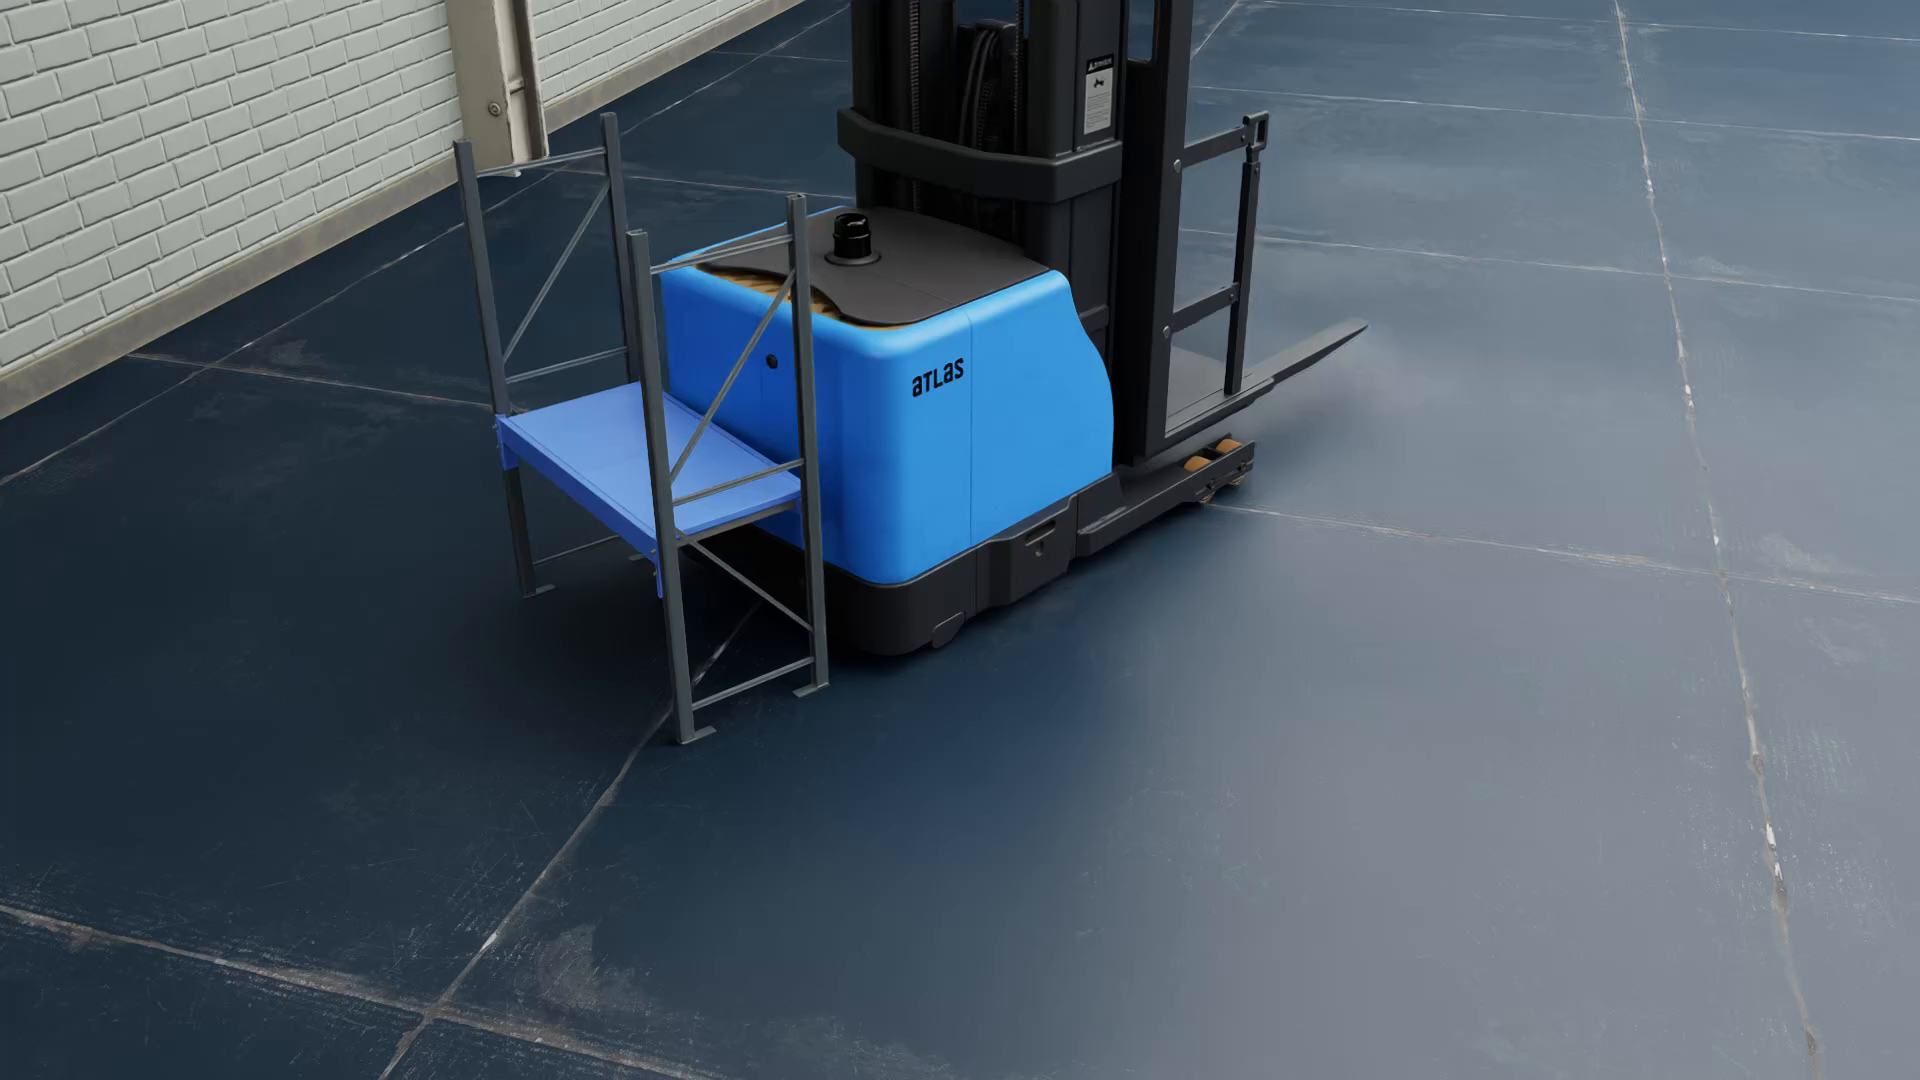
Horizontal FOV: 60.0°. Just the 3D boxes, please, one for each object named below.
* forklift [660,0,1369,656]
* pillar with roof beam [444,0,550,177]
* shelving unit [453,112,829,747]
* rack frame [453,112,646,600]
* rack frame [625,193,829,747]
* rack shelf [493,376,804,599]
[{"bbox_3d":[0.433,-1.564,5.546,1.130,2.935,3.031,24,37,36],"label":"forklift"},{"bbox_3d":[1.501,-5.496,6.373,9.100,9.000,0.400,8,30,15],"label":"pillar with roof beam"},{"bbox_3d":[-0.912,-0.346,4.830,0.538,1.500,1.048,-21,35,-33],"label":"shelving unit"},{"bbox_3d":[-1.226,-0.541,5.179,0.500,1.500,0.032,-21,35,-33],"label":"rack frame"},{"bbox_3d":[-0.598,-0.152,4.481,0.500,1.500,0.032,-21,35,-33],"label":"rack frame"},{"bbox_3d":[-0.912,-0.189,4.918,0.538,0.185,1.000,-21,35,-33],"label":"rack shelf"}]
